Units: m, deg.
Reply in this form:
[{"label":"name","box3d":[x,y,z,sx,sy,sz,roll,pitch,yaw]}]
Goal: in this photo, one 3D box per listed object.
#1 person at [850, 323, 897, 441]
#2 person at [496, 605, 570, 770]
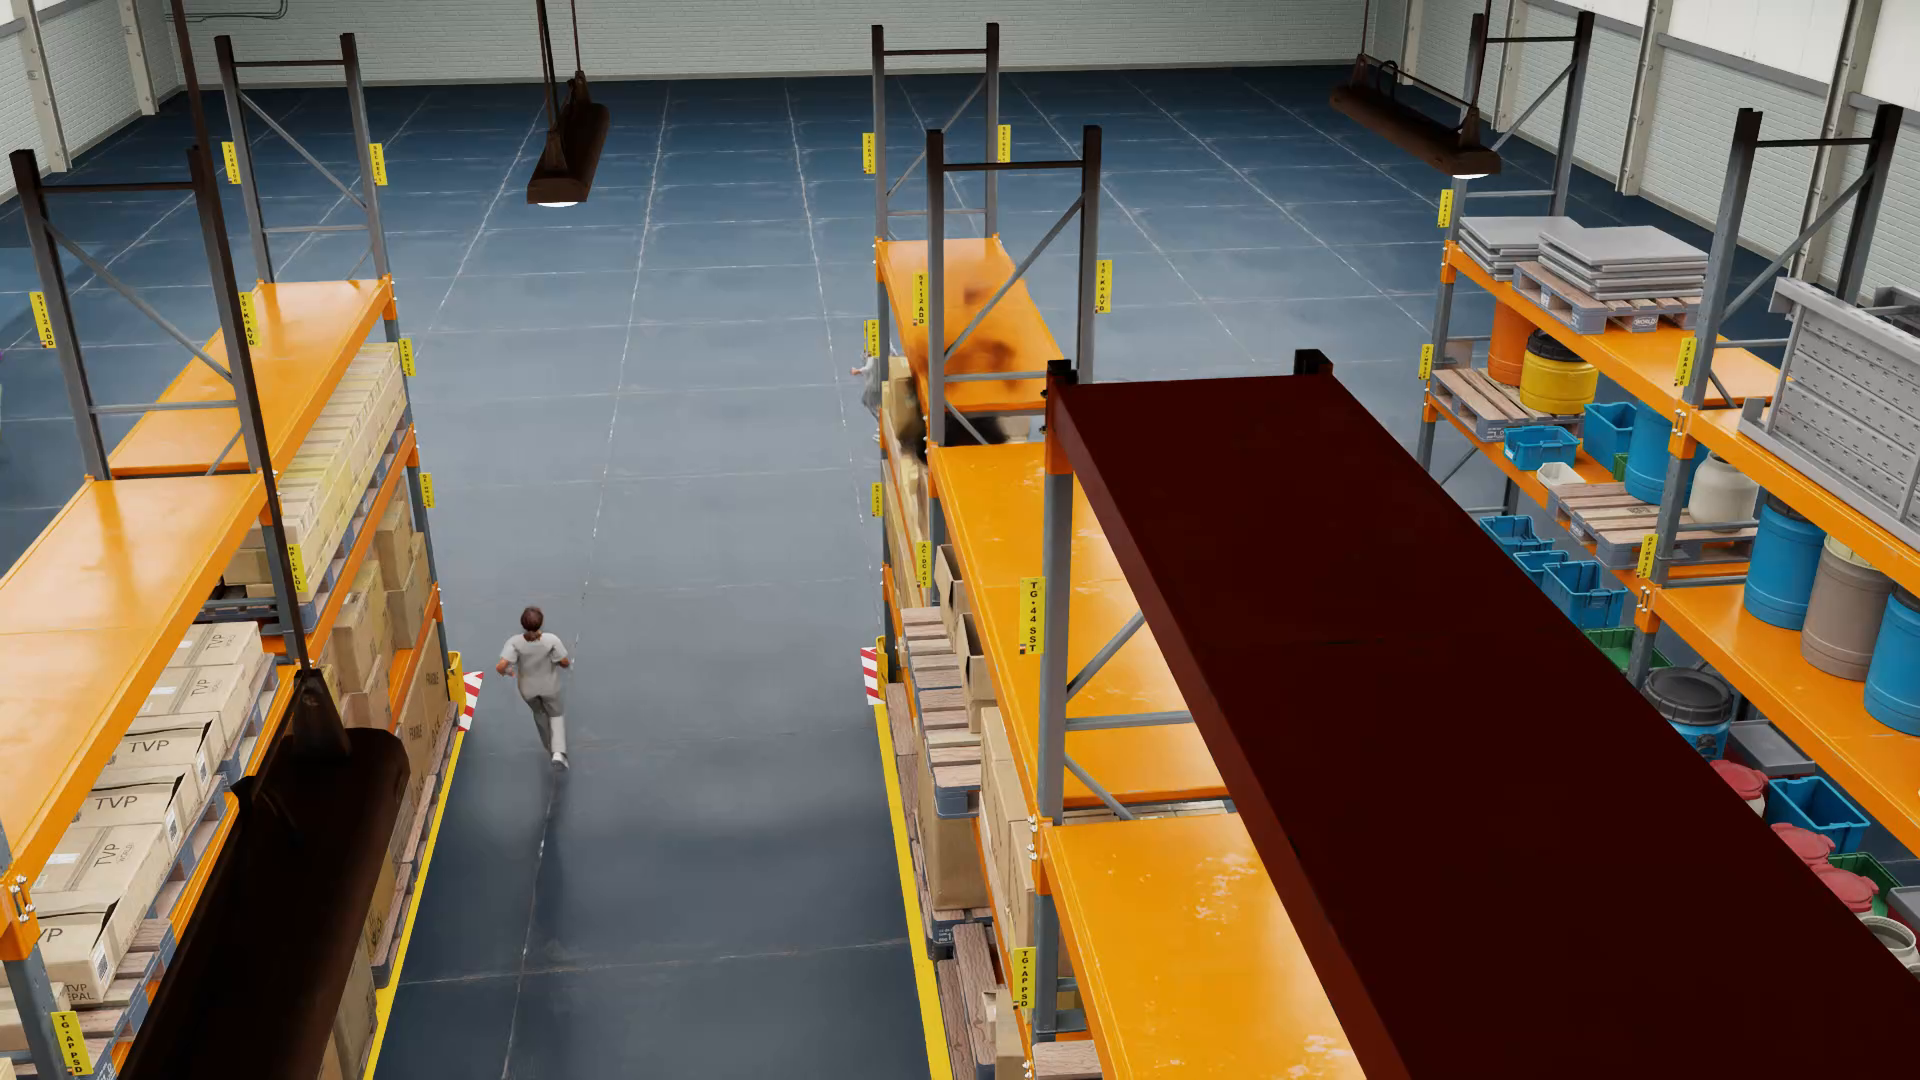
[{"label":"person","box3d":[-1.093,-1.995,20.873,0.530,1.567,0.545,9,27,17]},{"label":"person","box3d":[-3.563,1.310,14.116,0.583,1.409,0.856,-3,26,-7]}]
